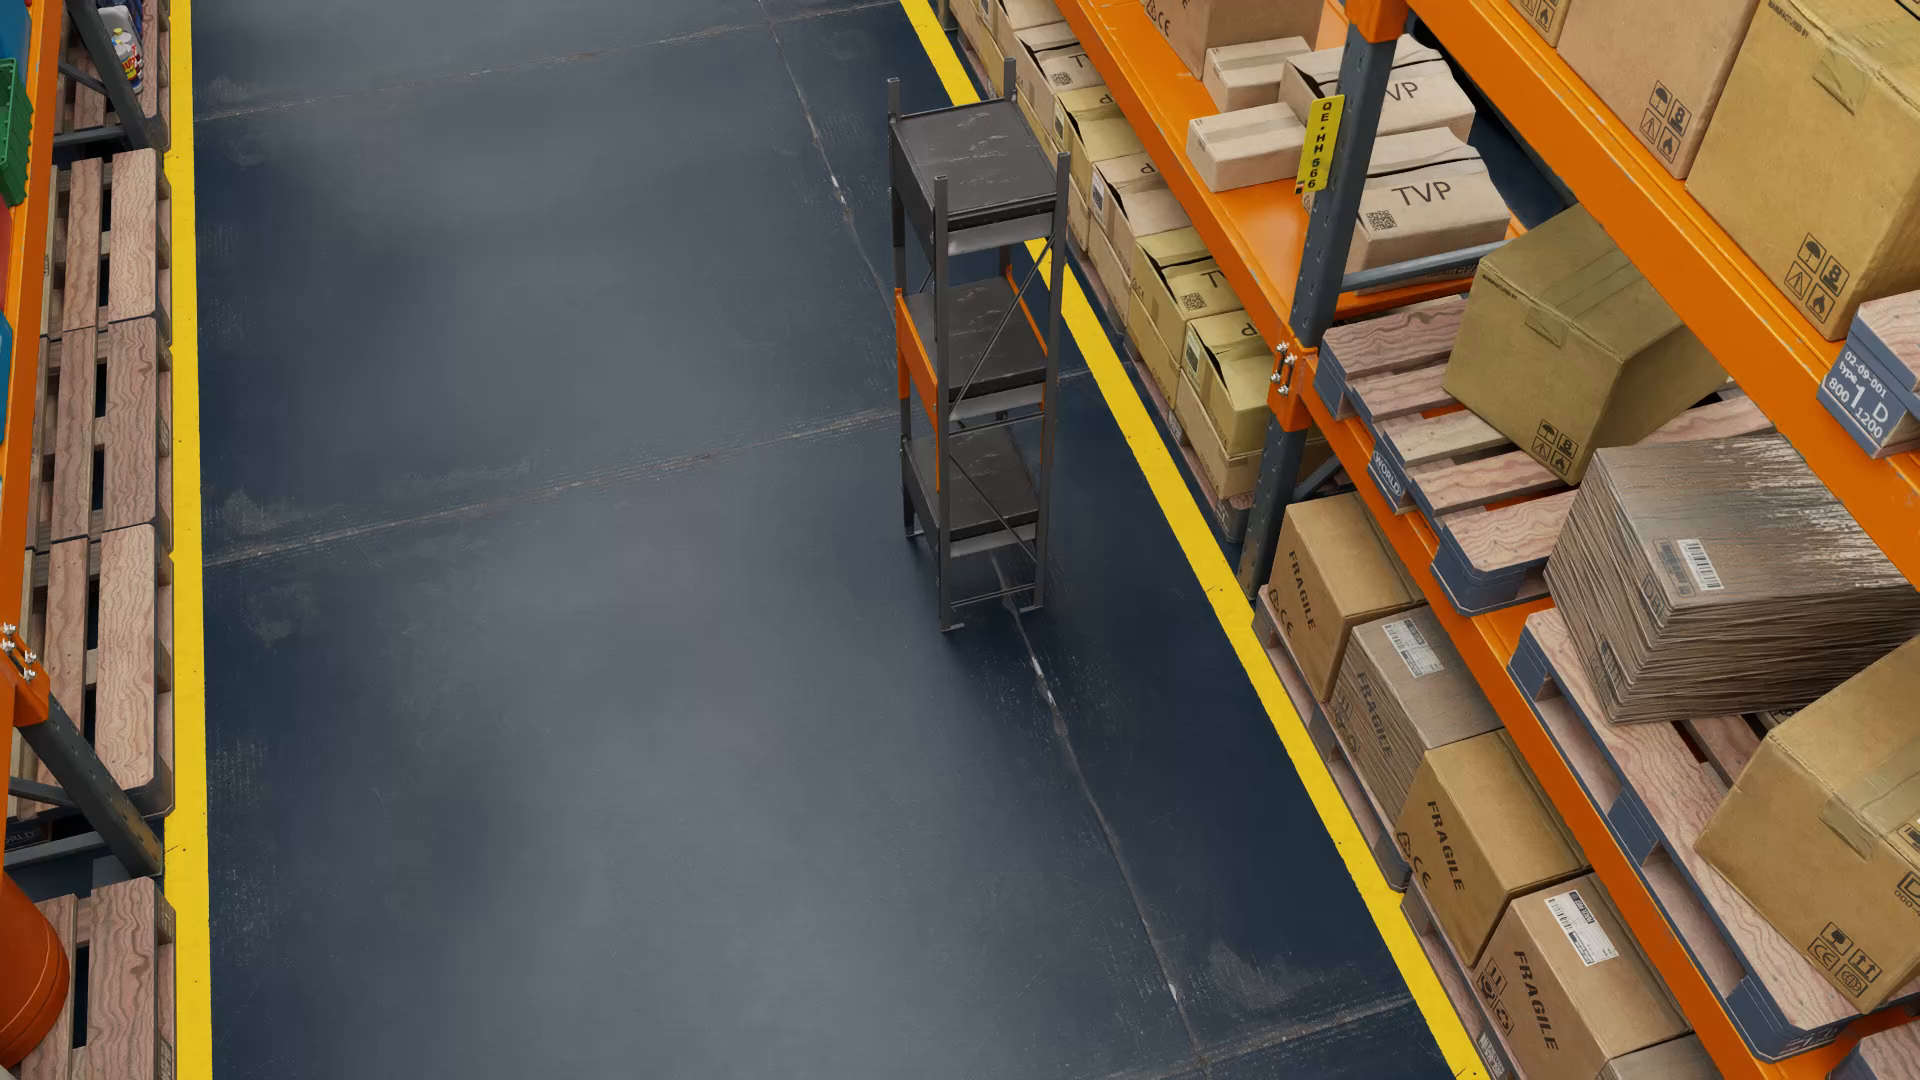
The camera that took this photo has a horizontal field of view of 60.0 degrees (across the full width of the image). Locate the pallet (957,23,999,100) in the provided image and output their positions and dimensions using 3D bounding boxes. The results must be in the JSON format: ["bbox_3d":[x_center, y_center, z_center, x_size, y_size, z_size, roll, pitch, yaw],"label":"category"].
[{"bbox_3d":[0.633,-2.380,8.408,1.003,0.211,1.213,-13,51,-11],"label":"pallet"}]

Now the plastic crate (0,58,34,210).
[{"bbox_3d":[-3.571,-1.414,5.909,0.450,0.188,0.662,-13,51,-11],"label":"plastic crate"}]

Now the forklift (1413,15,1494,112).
[{"bbox_3d":[3.453,-2.700,6.899,1.130,2.935,3.031,-20,53,-16],"label":"forklift"}]

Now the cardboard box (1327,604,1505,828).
[{"bbox_3d":[1.582,0.555,5.457,0.500,0.500,0.500,-15,51,-12],"label":"cardboard box"}]

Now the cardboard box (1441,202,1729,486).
[{"bbox_3d":[1.854,-0.620,4.760,0.700,0.500,0.500,-30,56,-23],"label":"cardboard box"}]

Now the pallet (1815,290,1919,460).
[{"bbox_3d":[2.308,-0.120,2.840,1.213,0.211,1.003,-13,51,-11],"label":"pallet"}]

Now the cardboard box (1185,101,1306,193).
[{"bbox_3d":[1.030,-1.400,5.922,0.380,0.149,0.250,-13,51,-11],"label":"cardboard box"}]

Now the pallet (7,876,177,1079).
[{"bbox_3d":[-2.900,1.696,4.972,1.003,0.211,1.213,-13,51,-11],"label":"pallet"}]

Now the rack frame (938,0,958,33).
[{"bbox_3d":[0.377,-3.808,7.788,1.000,3.000,0.127,-13,51,-11],"label":"rack frame"}]

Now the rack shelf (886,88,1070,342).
[{"bbox_3d":[0.049,-0.998,5.110,0.431,0.518,0.480,-13,51,-11],"label":"rack shelf"}]

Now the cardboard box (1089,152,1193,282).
[{"bbox_3d":[0.864,-1.391,6.907,0.500,0.311,0.500,-14,51,-11],"label":"cardboard box"}]

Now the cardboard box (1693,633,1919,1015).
[{"bbox_3d":[2.162,0.591,3.740,0.700,0.500,0.500,-25,54,-20],"label":"cardboard box"}]

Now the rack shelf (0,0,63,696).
[{"bbox_3d":[-3.764,-0.998,5.890,1.077,0.370,4.000,-13,51,-11],"label":"rack shelf"}]

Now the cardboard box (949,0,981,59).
[{"bbox_3d":[0.260,-2.707,8.383,0.500,0.250,0.500,-14,51,-12],"label":"cardboard box"}]

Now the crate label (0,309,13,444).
[{"bbox_3d":[-3.208,-0.568,5.033,0.502,0.435,0.616,-13,51,-11],"label":"crate label"}]

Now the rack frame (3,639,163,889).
[{"bbox_3d":[-3.173,0.231,4.383,1.000,3.000,0.127,-13,51,-11],"label":"rack frame"}]

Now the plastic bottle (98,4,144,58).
[{"bbox_3d":[-4.153,-2.517,8.193,0.152,0.276,0.135,-12,51,-10],"label":"plastic bottle"}]

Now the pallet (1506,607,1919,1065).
[{"bbox_3d":[2.140,0.595,4.202,1.003,0.211,1.213,-13,51,-11],"label":"pallet"}]

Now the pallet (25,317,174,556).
[{"bbox_3d":[-3.722,-0.335,6.684,1.003,0.211,1.213,-13,51,-11],"label":"pallet"}]

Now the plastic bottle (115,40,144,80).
[{"bbox_3d":[-4.061,-2.337,8.090,0.097,0.201,0.097,0,50,0],"label":"plastic bottle"}]

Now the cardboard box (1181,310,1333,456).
[{"bbox_3d":[1.170,-0.643,6.277,0.500,0.311,0.500,-12,51,-10],"label":"cardboard box"}]

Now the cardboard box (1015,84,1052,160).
[{"bbox_3d":[0.566,-1.955,7.750,0.500,0.250,0.500,-15,51,-12],"label":"cardboard box"}]

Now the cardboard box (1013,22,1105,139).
[{"bbox_3d":[0.559,-2.135,7.535,0.500,0.311,0.500,-15,51,-12],"label":"cardboard box"}]

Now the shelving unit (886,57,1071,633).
[{"bbox_3d":[0.049,-0.556,5.635,0.431,2.100,0.503,-13,51,-11],"label":"shelving unit"}]

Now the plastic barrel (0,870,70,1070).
[{"bbox_3d":[-3.012,1.148,4.755,0.600,0.830,0.708,-13,51,-11],"label":"plastic barrel"}]

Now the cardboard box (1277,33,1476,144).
[{"bbox_3d":[1.481,-1.555,5.947,0.500,0.311,0.500,-14,51,-11],"label":"cardboard box"}]

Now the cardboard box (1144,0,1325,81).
[{"bbox_3d":[1.049,-2.141,6.317,0.500,0.500,0.500,-16,52,-13],"label":"cardboard box"}]

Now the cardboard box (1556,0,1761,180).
[{"bbox_3d":[1.872,-1.202,3.564,0.910,0.500,0.500,-13,51,-11],"label":"cardboard box"}]

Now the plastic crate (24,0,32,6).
[{"bbox_3d":[-3.920,-2.427,6.582,0.402,0.464,0.583,-13,51,-11],"label":"plastic crate"}]

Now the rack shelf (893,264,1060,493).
[{"bbox_3d":[0.049,-0.547,5.645,0.431,0.518,0.480,-13,51,-11],"label":"rack shelf"}]

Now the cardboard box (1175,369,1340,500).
[{"bbox_3d":[1.172,-0.465,6.493,0.500,0.250,0.500,-12,51,-10],"label":"cardboard box"}]

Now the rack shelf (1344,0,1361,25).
[{"bbox_3d":[0.969,-3.082,5.685,1.077,0.370,4.000,-13,51,-11],"label":"rack shelf"}]

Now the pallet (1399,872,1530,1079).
[{"bbox_3d":[2.102,1.455,5.175,1.003,0.211,1.213,-13,51,-11],"label":"pallet"}]

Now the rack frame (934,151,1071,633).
[{"bbox_3d":[0.121,-0.378,5.485,0.400,2.100,0.015,-13,51,-11],"label":"rack frame"}]

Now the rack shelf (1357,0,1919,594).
[{"bbox_3d":[2.152,-0.161,3.222,1.077,0.370,4.000,-13,51,-11],"label":"rack shelf"}]

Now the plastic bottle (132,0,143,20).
[{"bbox_3d":[-4.254,-2.800,8.383,0.144,0.351,0.185,-15,52,-13],"label":"plastic bottle"}]

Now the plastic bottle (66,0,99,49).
[{"bbox_3d":[-4.335,-2.630,8.239,0.144,0.351,0.185,-13,51,-11],"label":"plastic bottle"}]

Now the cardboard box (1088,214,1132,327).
[{"bbox_3d":[0.870,-1.209,7.120,0.500,0.250,0.500,-12,51,-10],"label":"cardboard box"}]

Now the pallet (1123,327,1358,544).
[{"bbox_3d":[1.354,-0.598,6.906,1.003,0.211,1.213,-13,51,-11],"label":"pallet"}]

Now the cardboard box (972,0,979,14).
[{"bbox_3d":[0.262,-2.880,8.162,0.500,0.311,0.500,-13,51,-11],"label":"cardboard box"}]

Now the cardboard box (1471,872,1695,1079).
[{"bbox_3d":[1.885,1.303,4.827,0.500,0.500,0.500,-15,51,-12],"label":"cardboard box"}]

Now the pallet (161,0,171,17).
[{"bbox_3d":[-4.879,-3.185,9.086,1.003,0.211,1.213,-13,51,-11],"label":"pallet"}]
